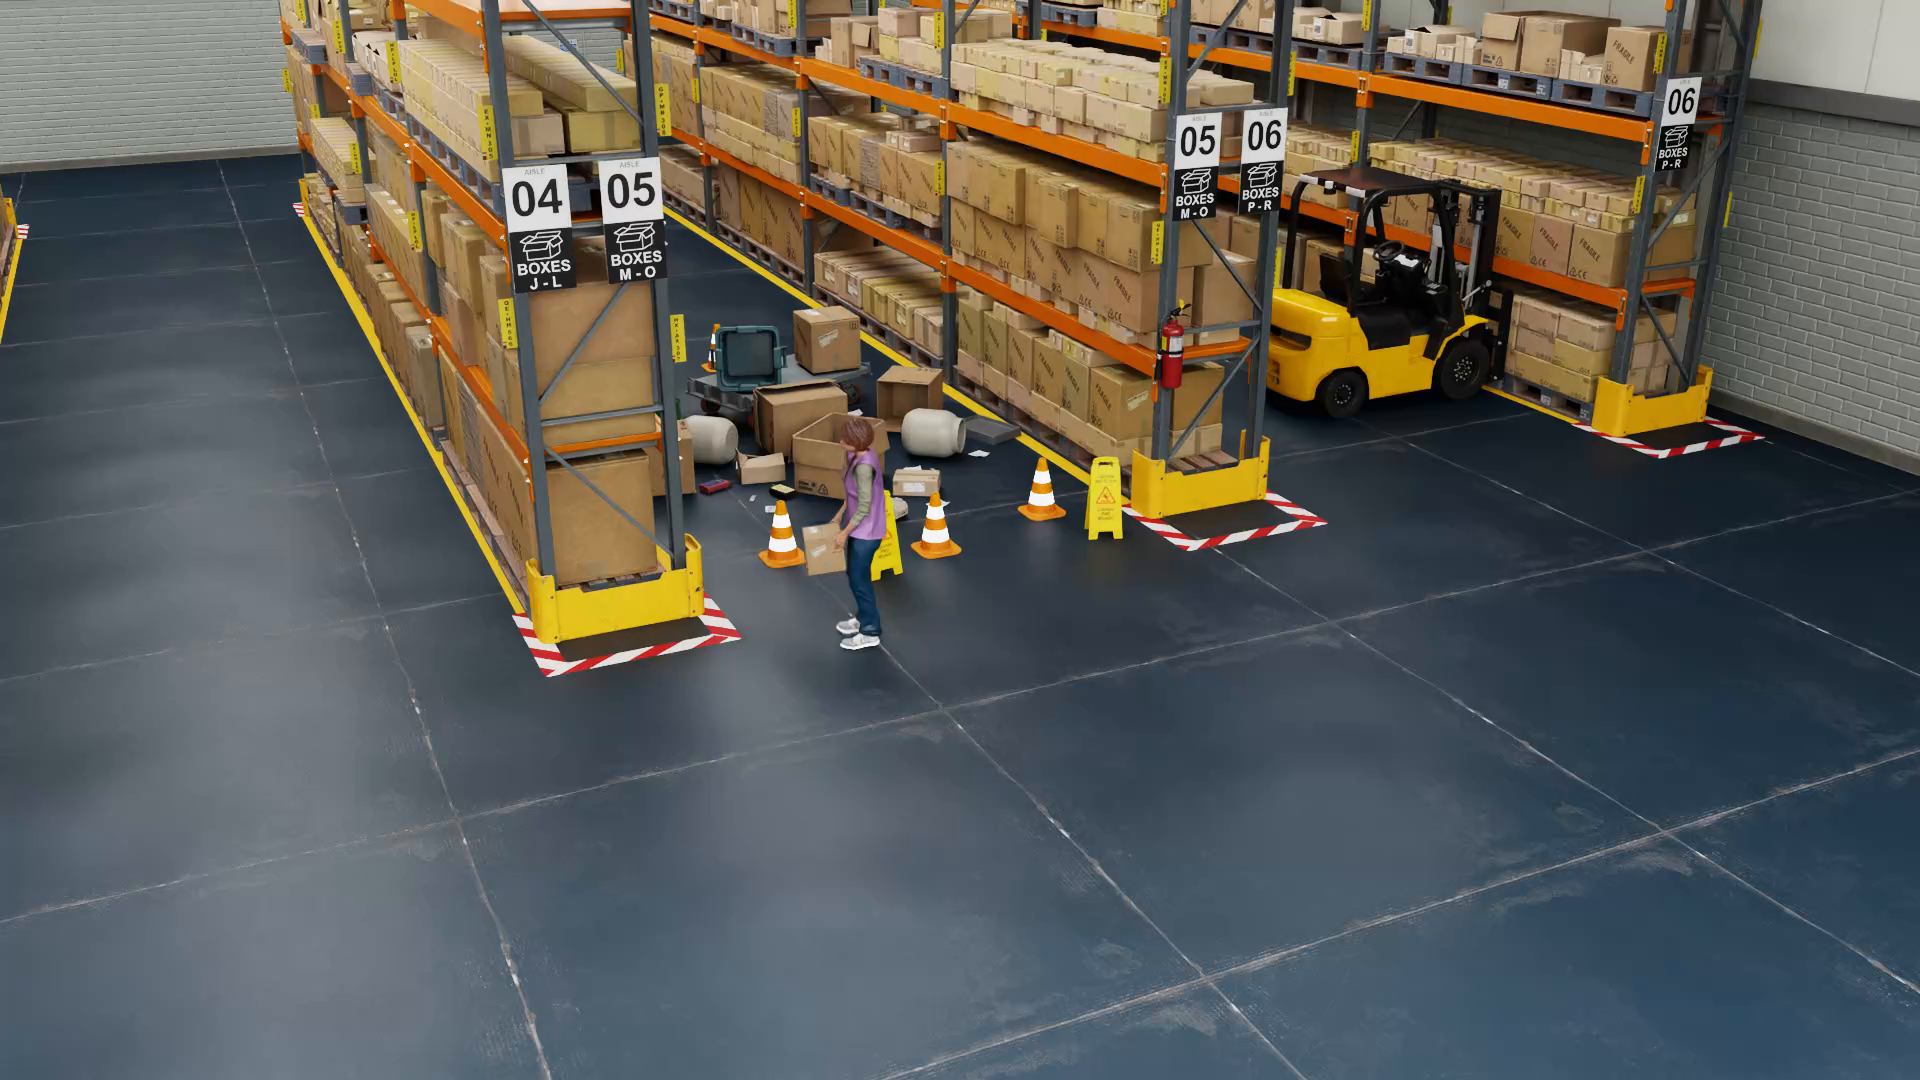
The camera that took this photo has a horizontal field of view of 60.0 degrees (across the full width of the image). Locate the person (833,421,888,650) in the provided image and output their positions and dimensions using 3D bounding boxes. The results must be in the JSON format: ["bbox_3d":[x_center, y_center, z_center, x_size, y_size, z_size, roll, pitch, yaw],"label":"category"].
[{"bbox_3d":[-0.662,-0.046,11.110,0.345,1.591,0.476,-4,23,-10],"label":"person"}]
